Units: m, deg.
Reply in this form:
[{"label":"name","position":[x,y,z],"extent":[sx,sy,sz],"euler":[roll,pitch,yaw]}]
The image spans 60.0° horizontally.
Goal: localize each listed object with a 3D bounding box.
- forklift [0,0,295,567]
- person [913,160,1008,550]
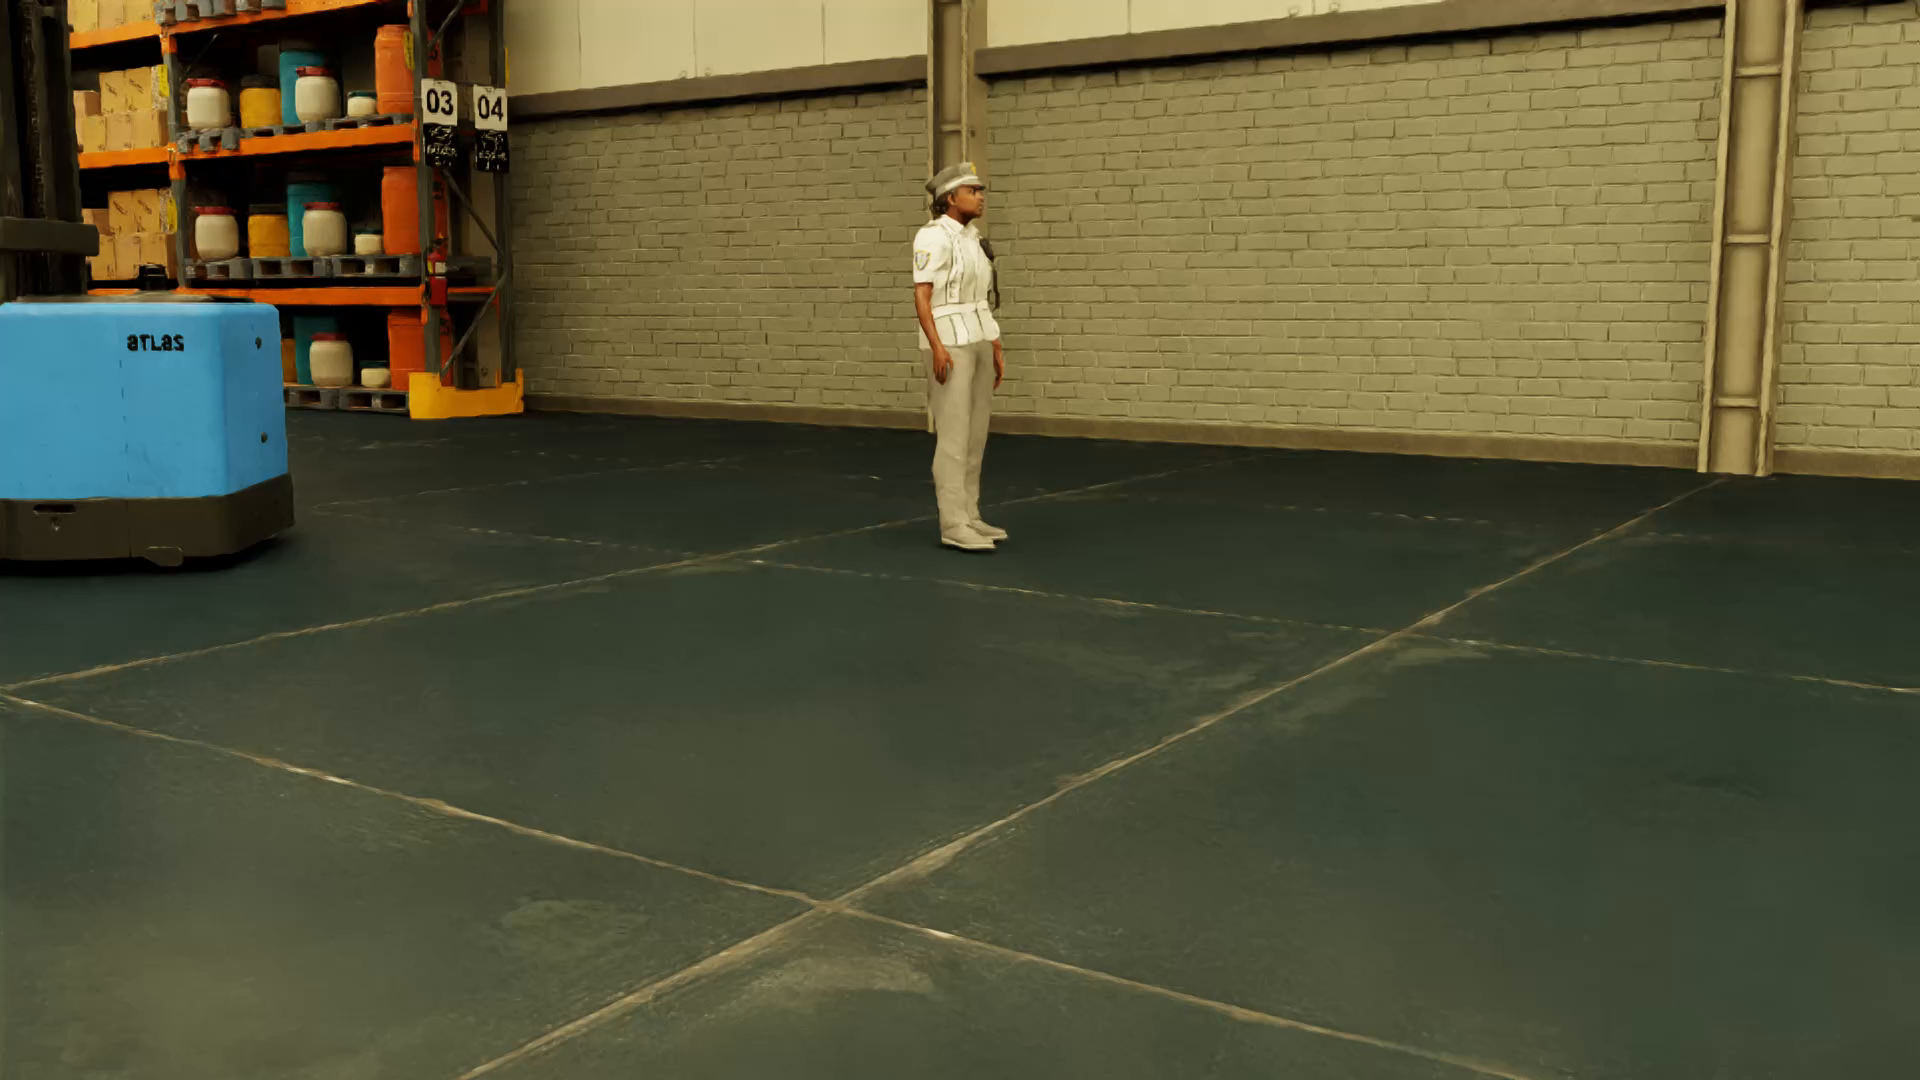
[{"label":"forklift","position":[-4.486,-1.364,6.782],"extent":[3.031,2.935,1.130],"euler":[-1,8,-7]},{"label":"person","position":[0.051,-0.838,7.426],"extent":[0.529,1.695,0.570],"euler":[5,10,34]}]
